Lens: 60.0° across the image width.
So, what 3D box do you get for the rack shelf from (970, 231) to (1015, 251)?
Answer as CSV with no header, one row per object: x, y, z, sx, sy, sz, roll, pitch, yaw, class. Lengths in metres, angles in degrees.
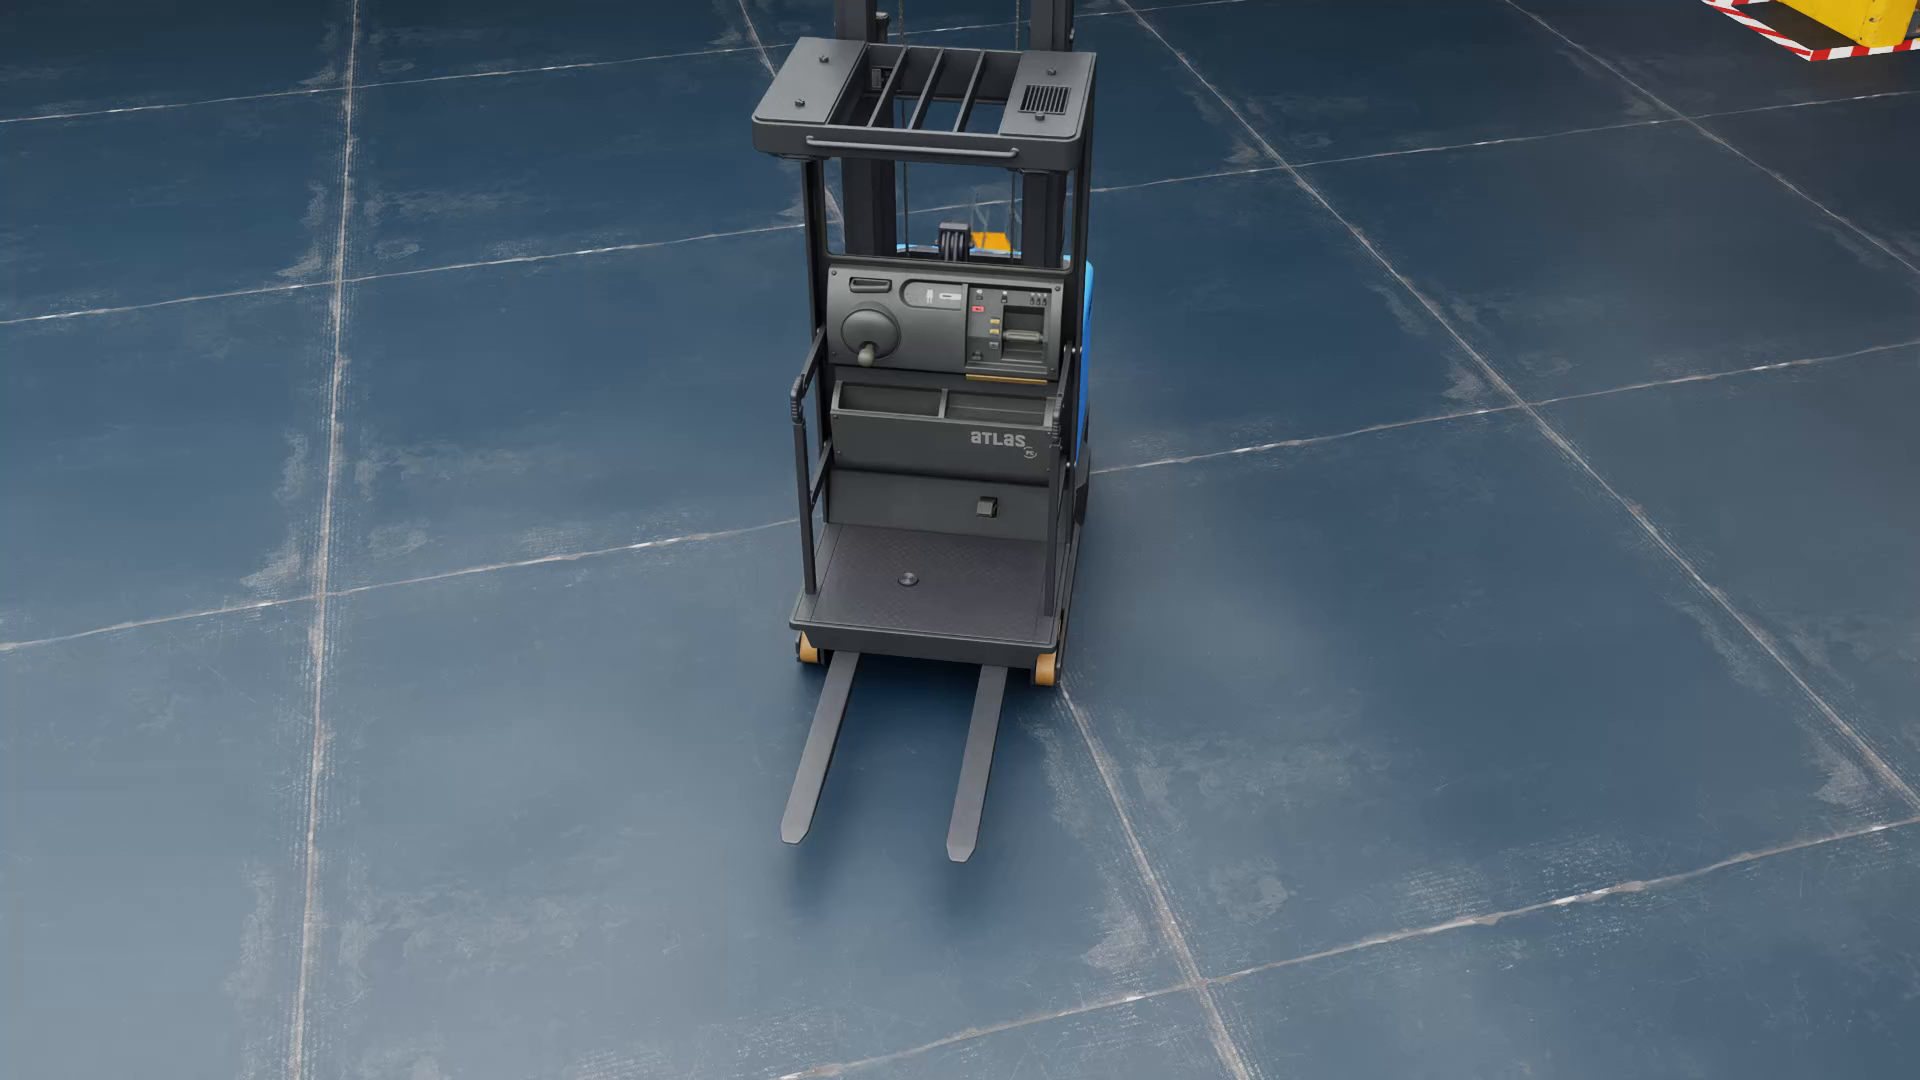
0.158,-1.398,8.063,0.180,0.103,0.258,-2,37,-16,rack shelf

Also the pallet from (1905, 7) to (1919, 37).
7.659,-4.335,13.243,1.213,0.211,1.003,-9,38,-12,pallet

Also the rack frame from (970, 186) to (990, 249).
0.026,-1.141,8.219,0.006,1.200,0.240,-2,37,-16,rack frame

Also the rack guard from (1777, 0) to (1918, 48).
6.909,-4.300,12.960,0.348,0.500,1.175,-9,38,-12,rack guard

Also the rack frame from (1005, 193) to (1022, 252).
0.201,-1.147,8.270,0.006,1.200,0.240,-2,37,-16,rack frame

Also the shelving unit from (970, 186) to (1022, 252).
0.113,-1.144,8.244,0.189,1.200,0.258,-2,37,-16,shelving unit

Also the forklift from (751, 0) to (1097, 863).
-0.091,-0.785,6.364,1.130,2.935,3.031,5,38,7,forklift
